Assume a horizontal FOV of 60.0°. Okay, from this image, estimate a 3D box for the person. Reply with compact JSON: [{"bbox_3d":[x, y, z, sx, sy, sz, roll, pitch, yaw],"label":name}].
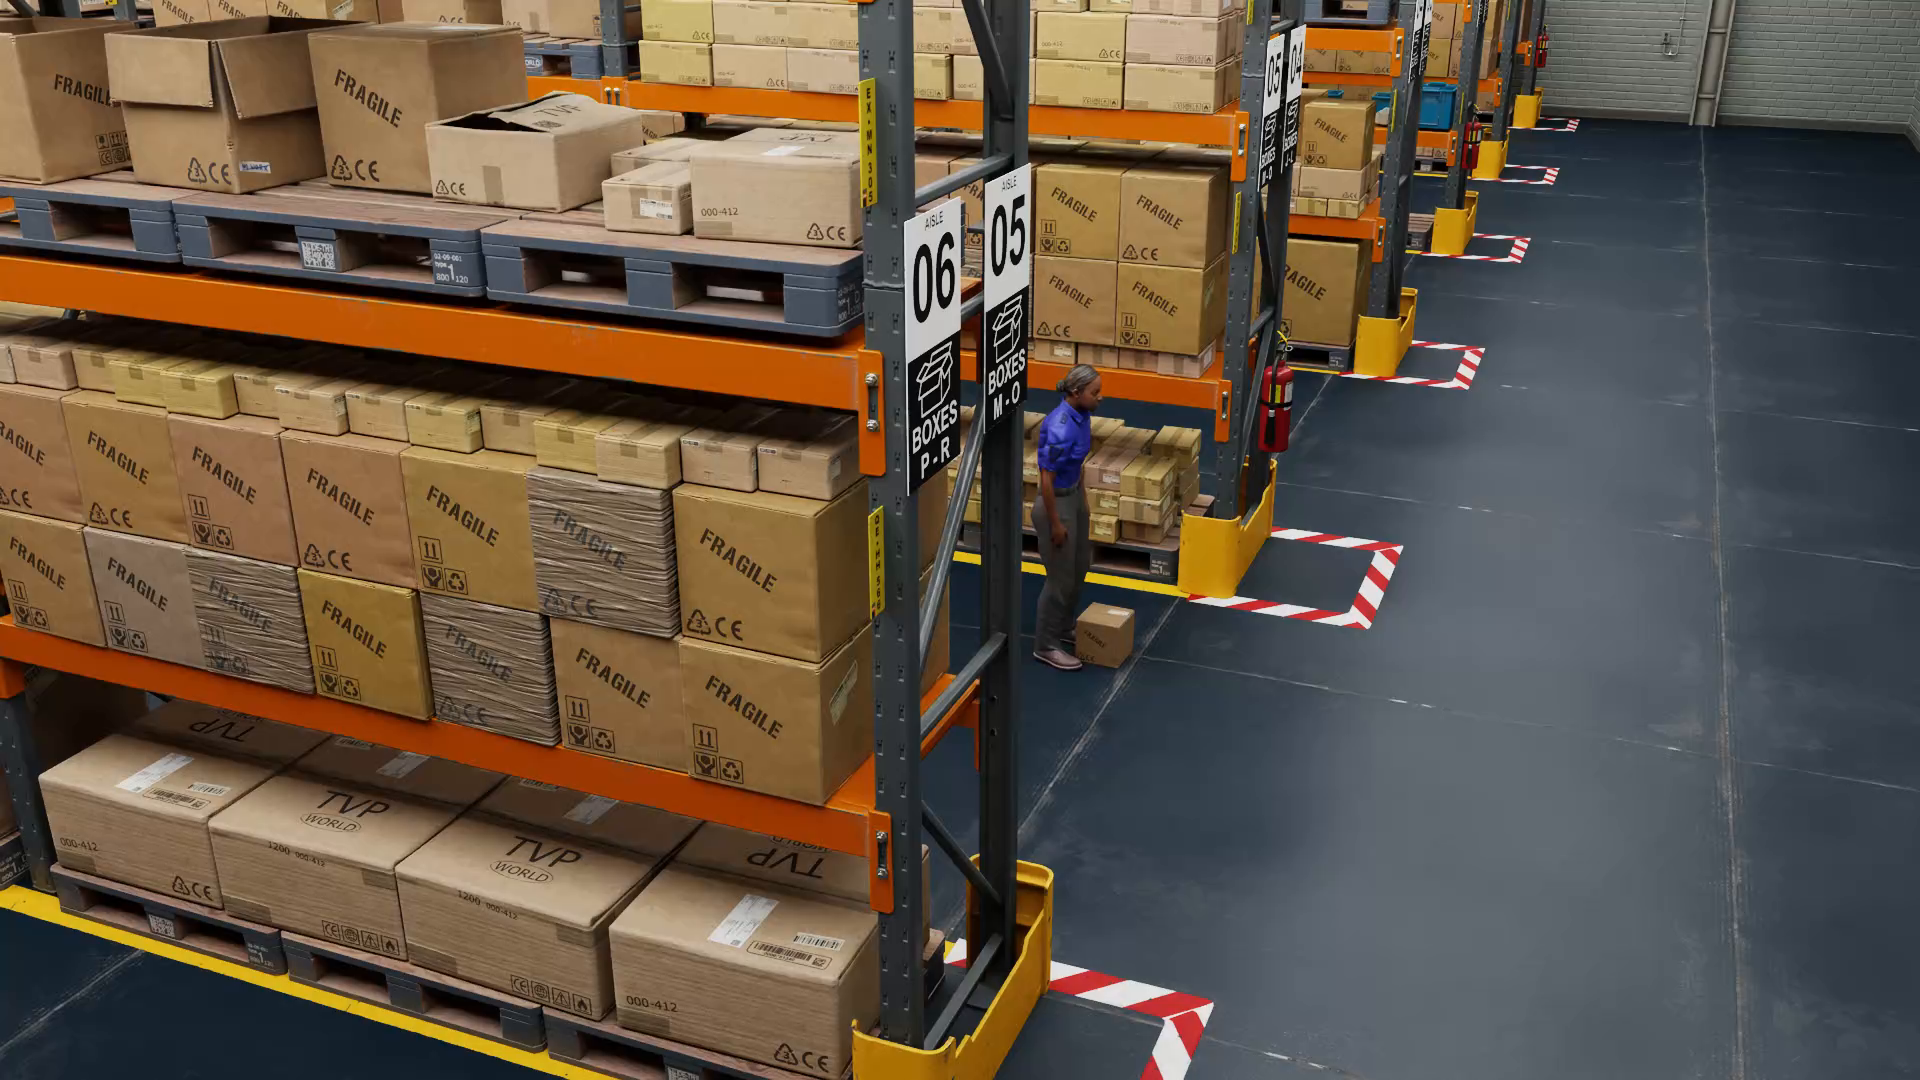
[{"bbox_3d":[0.575,-0.153,8.968,0.349,1.654,0.504,9,24,20],"label":"person"}]
